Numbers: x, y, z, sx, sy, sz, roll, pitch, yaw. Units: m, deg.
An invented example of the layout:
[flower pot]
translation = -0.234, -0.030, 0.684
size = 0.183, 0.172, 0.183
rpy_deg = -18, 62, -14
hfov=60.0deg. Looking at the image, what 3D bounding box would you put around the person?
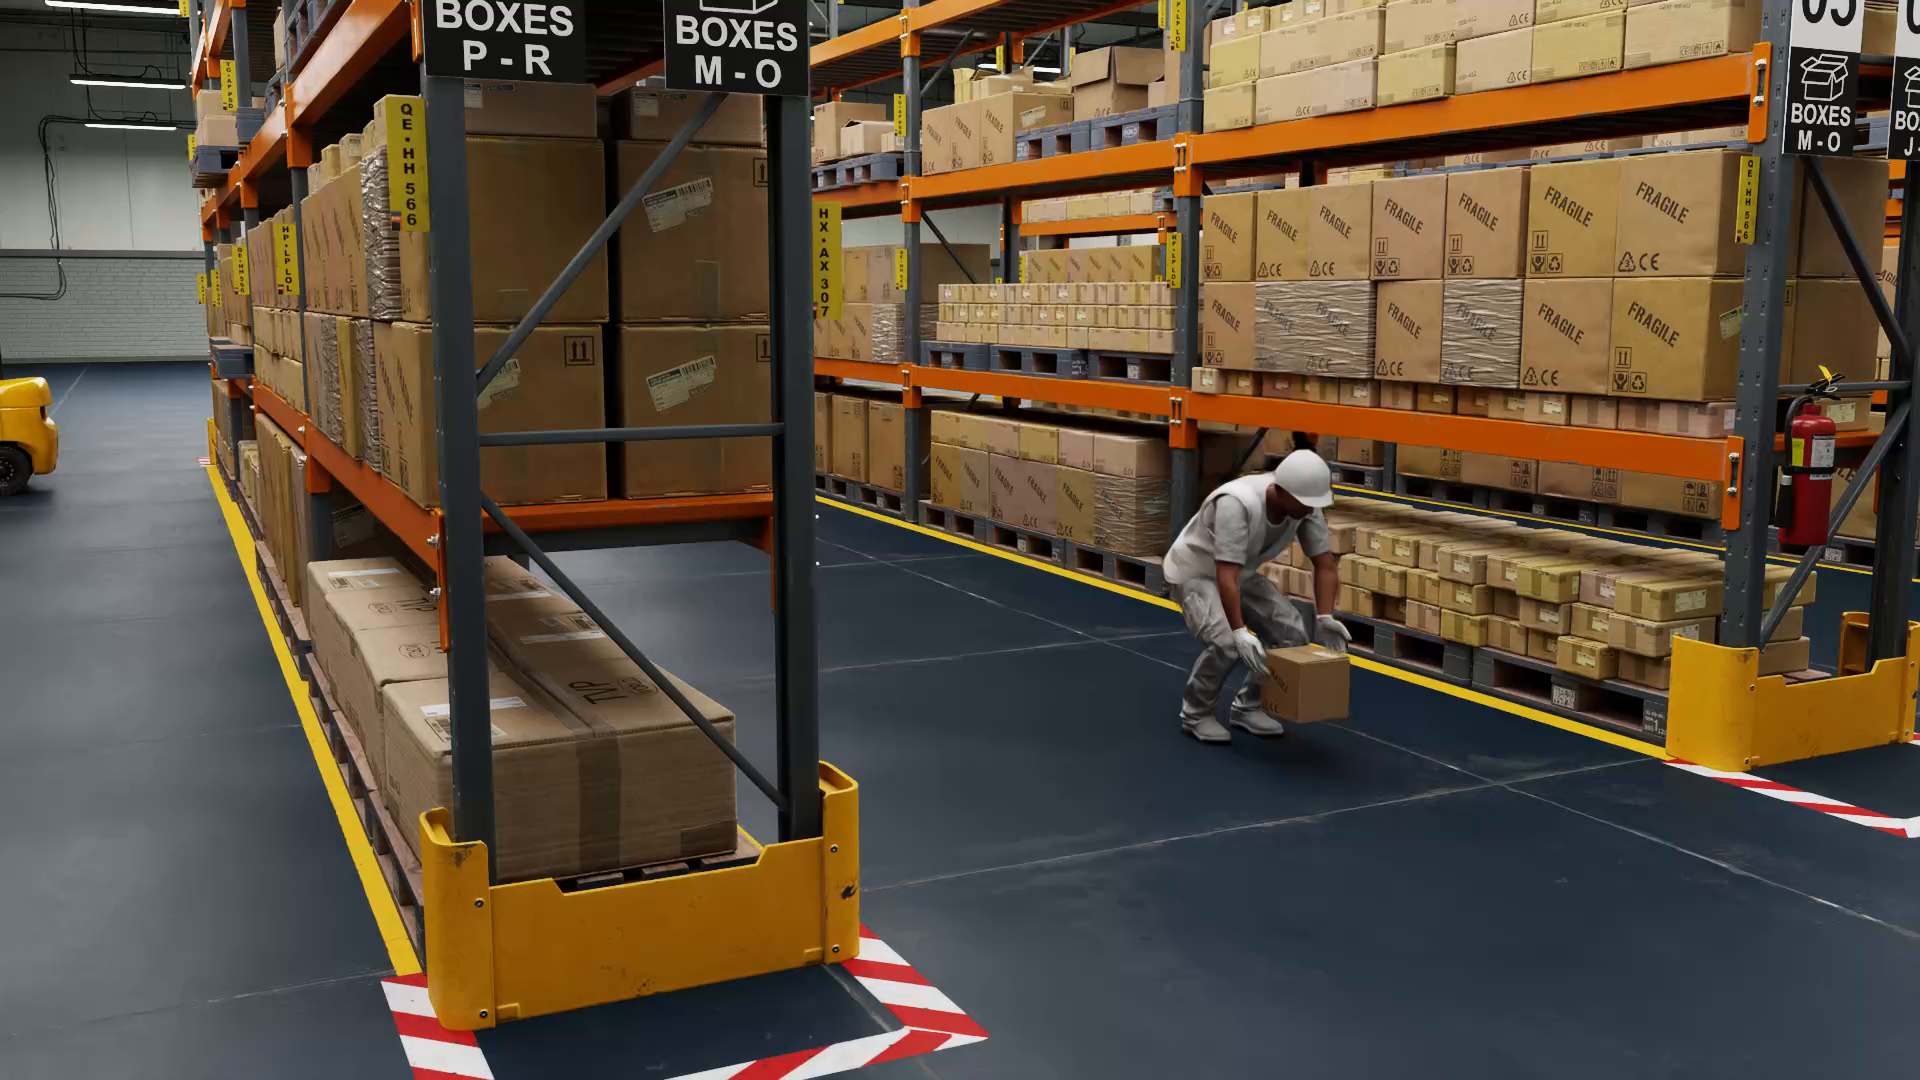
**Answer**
[person]
translation = 1.249, 0.221, 7.056
size = 0.606, 1.264, 0.833
rpy_deg = -4, 9, -26
